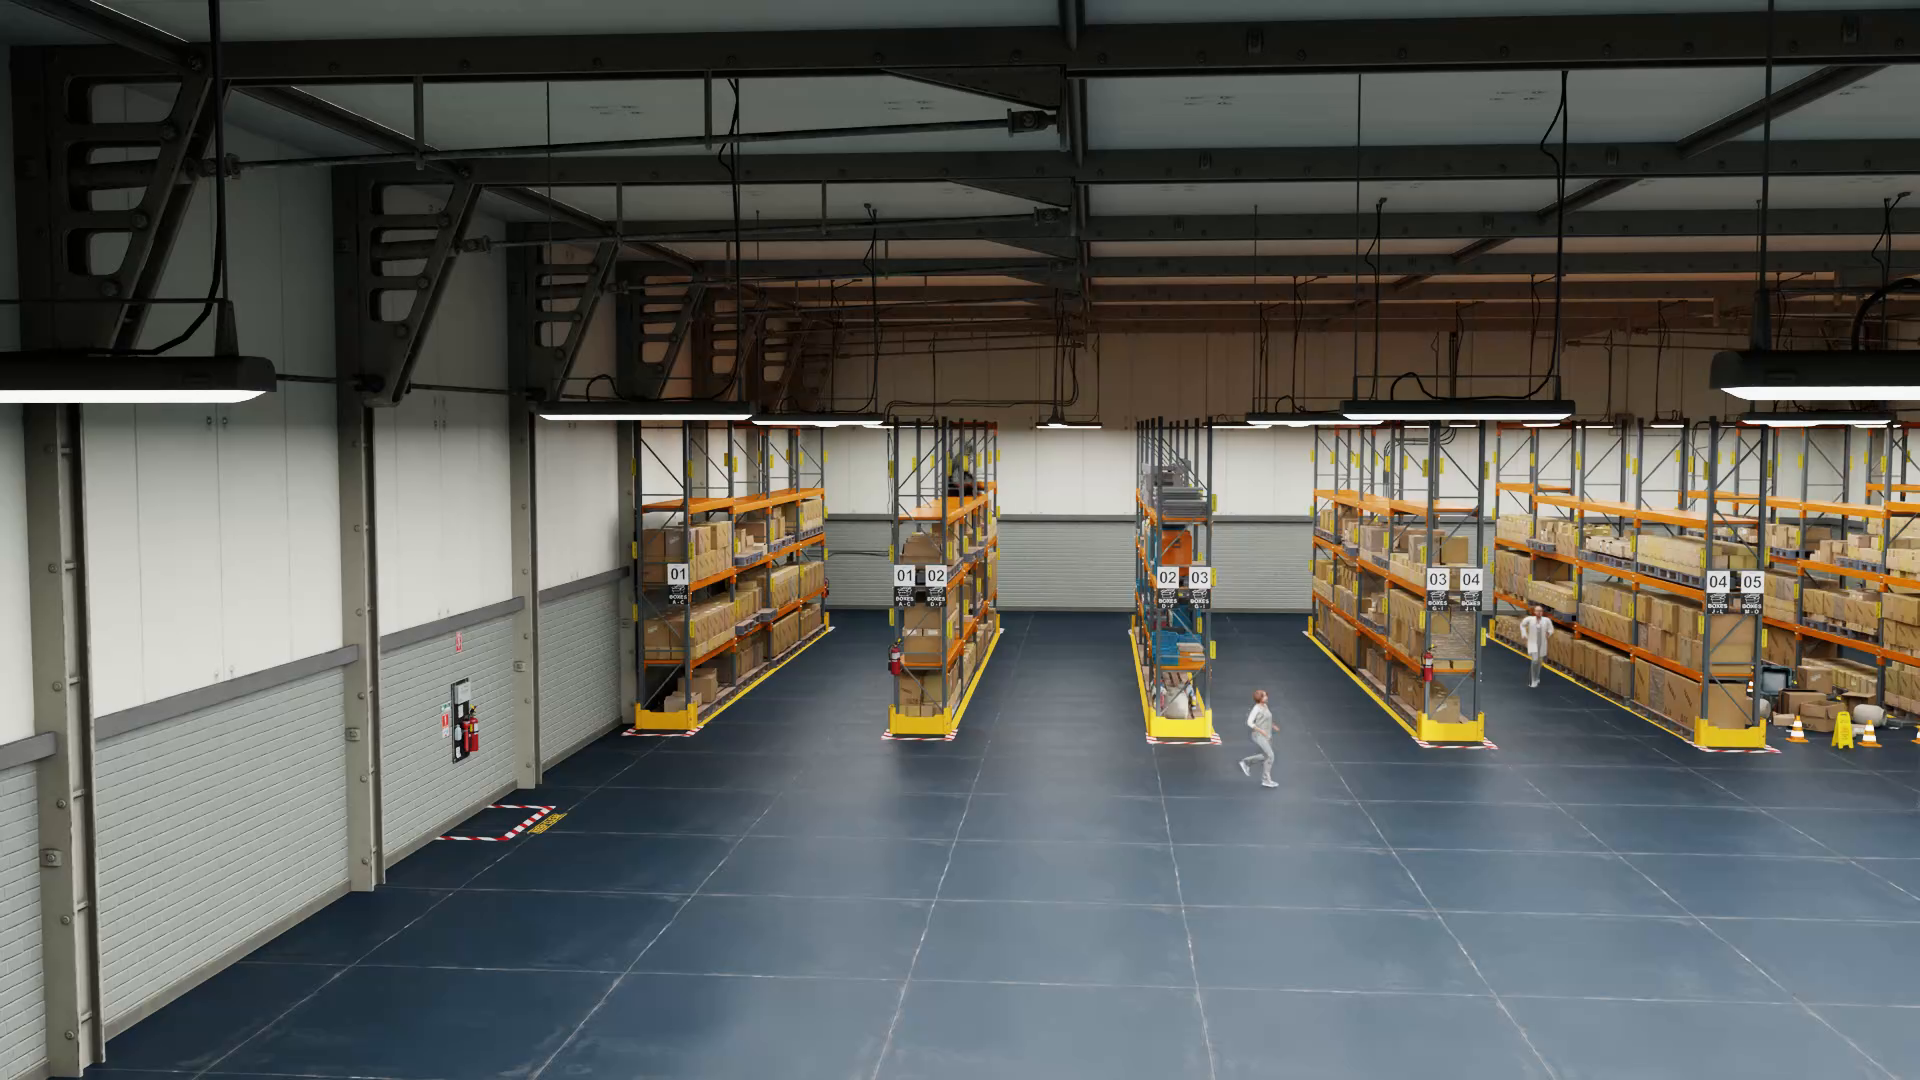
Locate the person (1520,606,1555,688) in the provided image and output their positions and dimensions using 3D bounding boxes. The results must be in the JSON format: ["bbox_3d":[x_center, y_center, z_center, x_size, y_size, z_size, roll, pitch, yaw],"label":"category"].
[{"bbox_3d":[13.011,2.404,37.439,0.689,1.846,0.841,0,4,4],"label":"person"}]

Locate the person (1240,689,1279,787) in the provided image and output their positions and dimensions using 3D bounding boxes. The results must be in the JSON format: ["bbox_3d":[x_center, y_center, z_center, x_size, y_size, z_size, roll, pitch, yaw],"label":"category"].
[{"bbox_3d":[4.828,3.188,26.869,0.680,1.553,0.542,2,4,30],"label":"person"}]
